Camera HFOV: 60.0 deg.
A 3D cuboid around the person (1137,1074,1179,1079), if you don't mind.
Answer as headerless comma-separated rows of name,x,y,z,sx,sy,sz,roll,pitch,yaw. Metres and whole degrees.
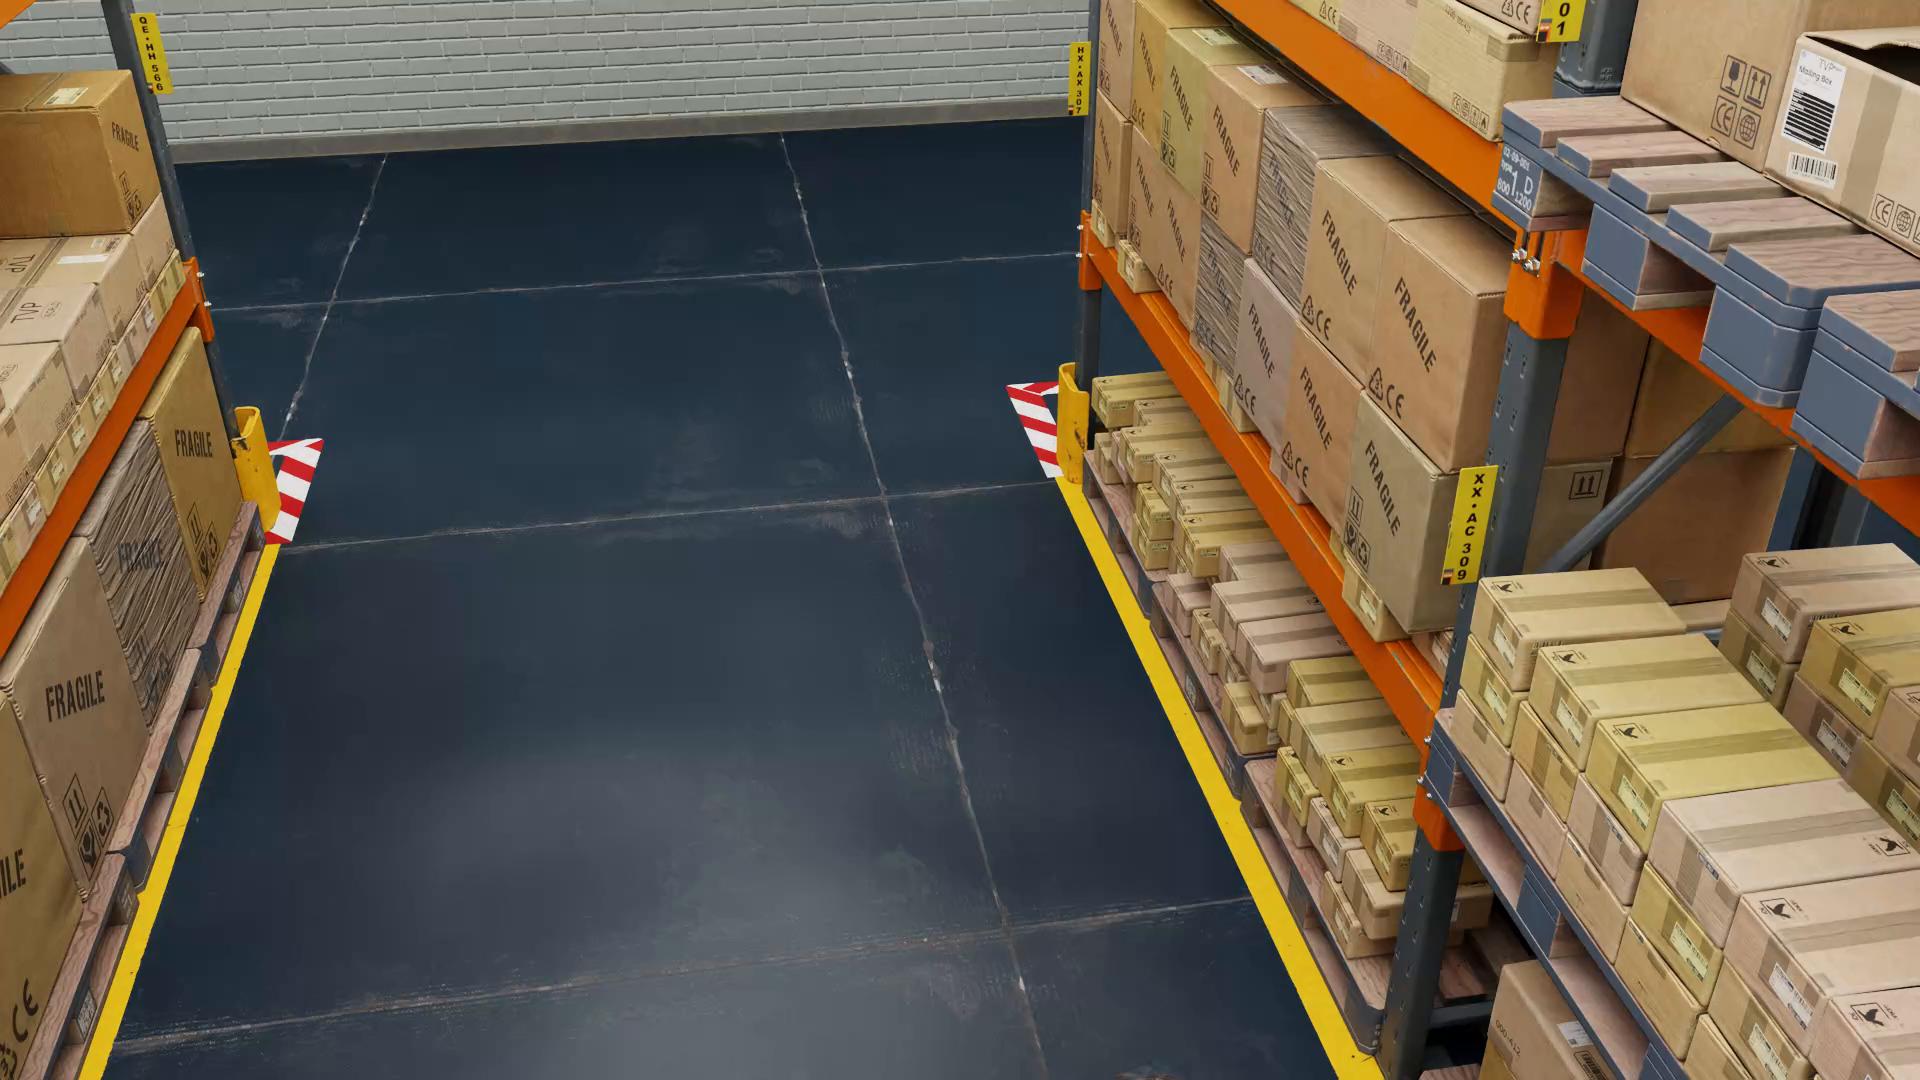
person,0.385,1.697,3.272,0.452,1.590,1.008,-5,31,-9
